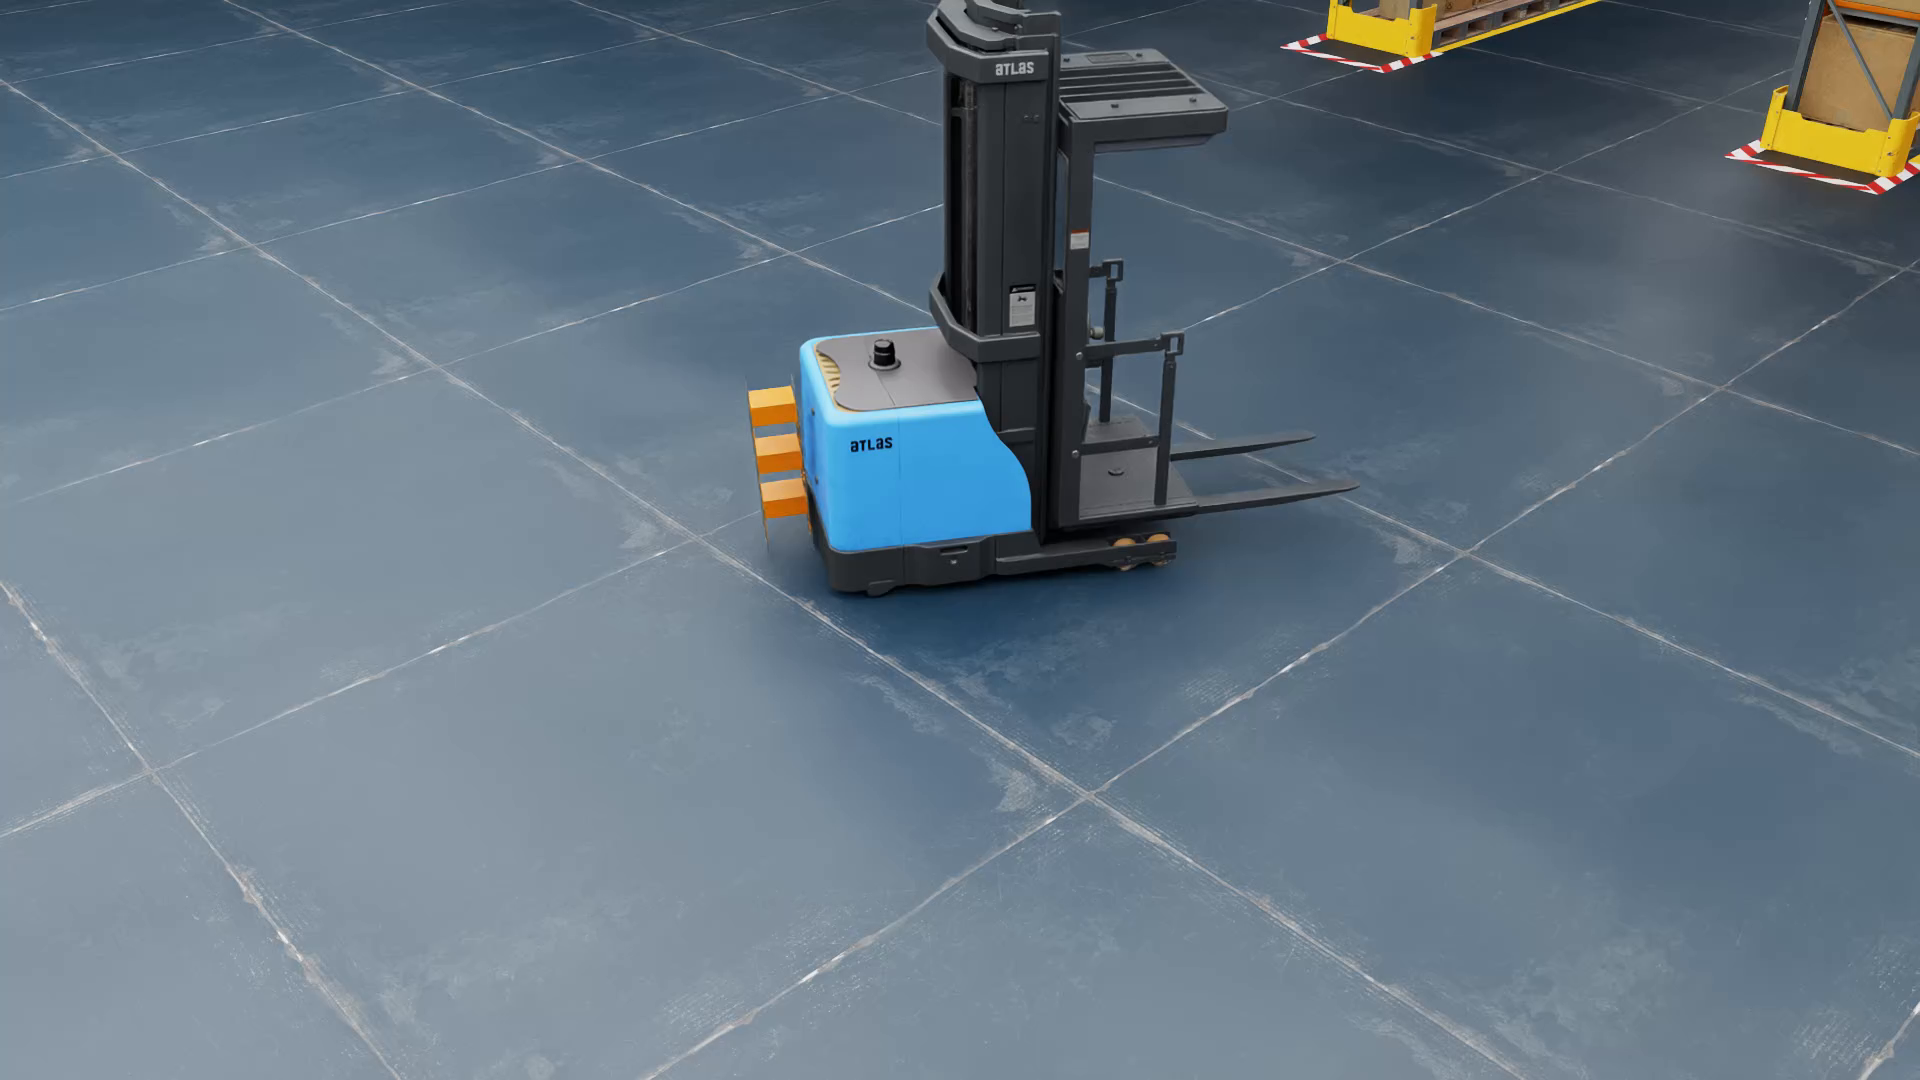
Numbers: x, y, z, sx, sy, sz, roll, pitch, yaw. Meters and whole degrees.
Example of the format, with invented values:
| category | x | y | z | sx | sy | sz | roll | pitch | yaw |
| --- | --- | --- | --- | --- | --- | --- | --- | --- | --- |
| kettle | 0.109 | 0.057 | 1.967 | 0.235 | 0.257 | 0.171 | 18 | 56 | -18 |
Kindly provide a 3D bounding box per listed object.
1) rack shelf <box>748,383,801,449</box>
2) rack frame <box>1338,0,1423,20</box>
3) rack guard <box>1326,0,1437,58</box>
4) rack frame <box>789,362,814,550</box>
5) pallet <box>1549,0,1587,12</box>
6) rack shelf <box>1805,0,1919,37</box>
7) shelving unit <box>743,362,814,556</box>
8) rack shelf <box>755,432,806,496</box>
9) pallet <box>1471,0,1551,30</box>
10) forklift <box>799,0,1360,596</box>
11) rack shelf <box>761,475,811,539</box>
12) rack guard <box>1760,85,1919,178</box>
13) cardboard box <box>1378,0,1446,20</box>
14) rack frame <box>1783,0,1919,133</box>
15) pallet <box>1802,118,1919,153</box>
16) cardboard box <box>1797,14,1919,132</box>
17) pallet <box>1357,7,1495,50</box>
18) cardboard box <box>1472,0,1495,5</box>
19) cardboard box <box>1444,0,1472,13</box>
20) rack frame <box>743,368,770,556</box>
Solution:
| category | x | y | z | sx | sy | sz | roll | pitch | yaw |
| --- | --- | --- | --- | --- | --- | --- | --- | --- | --- |
| rack shelf | -0.983 | -0.656 | 8.781 | 0.240 | 0.259 | 0.215 | -8 | 32 | -7 |
| rack frame | 4.472 | -6.626 | 17.210 | 0.127 | 3.000 | 1.000 | -26 | 40 | -35 |
| rack guard | 4.528 | -5.586 | 17.906 | 0.348 | 0.500 | 1.175 | -26 | 40 | -35 |
| rack frame | -0.849 | -0.441 | 8.940 | 0.008 | 1.050 | 0.200 | -8 | 32 | -7 |
| pallet | 6.937 | -6.603 | 19.846 | 1.213 | 0.211 | 1.003 | -26 | 40 | -35 |
| rack shelf | 9.237 | -5.095 | 15.396 | 4.000 | 0.370 | 1.077 | -26 | 40 | -35 |
| shelving unit | -0.969 | -0.424 | 8.925 | 0.252 | 1.050 | 0.215 | -8 | 32 | -7 |
| rack shelf | -0.969 | -0.415 | 8.931 | 0.240 | 0.259 | 0.215 | -8 | 32 | -7 |
| pallet | 6.042 | -6.168 | 19.135 | 1.213 | 0.211 | 1.003 | -26 | 40 | -35 |
| forklift | 0.696 | -1.352 | 8.652 | 3.031 | 2.935 | 1.130 | -7 | 32 | -11 |
| rack shelf | -0.954 | -0.179 | 9.077 | 0.240 | 0.259 | 0.215 | -8 | 32 | -7 |
| rack guard | 7.753 | -3.617 | 14.686 | 0.348 | 0.500 | 1.175 | -26 | 40 | -35 |
| cardboard box | 4.942 | -5.953 | 18.104 | 0.500 | 0.500 | 0.500 | -18 | 36 | -27 |
| rack frame | 7.771 | -4.692 | 14.048 | 0.127 | 3.000 | 1.000 | -26 | 40 | -35 |
| pallet | 8.304 | -3.816 | 15.289 | 1.213 | 0.211 | 1.003 | -26 | 40 | -35 |
| cardboard box | 8.223 | -4.231 | 14.928 | 0.875 | 0.875 | 0.875 | -26 | 40 | -35 |
| pallet | 5.148 | -5.737 | 18.431 | 1.213 | 0.211 | 1.003 | -26 | 40 | -35 |
| cardboard box | 5.829 | -6.393 | 18.824 | 0.500 | 0.500 | 0.500 | -22 | 38 | -31 |
| cardboard box | 5.357 | -6.179 | 18.472 | 0.500 | 0.500 | 0.500 | -15 | 35 | -23 |
| rack frame | -1.089 | -0.407 | 8.910 | 0.008 | 1.050 | 0.200 | -8 | 32 | -7 |
